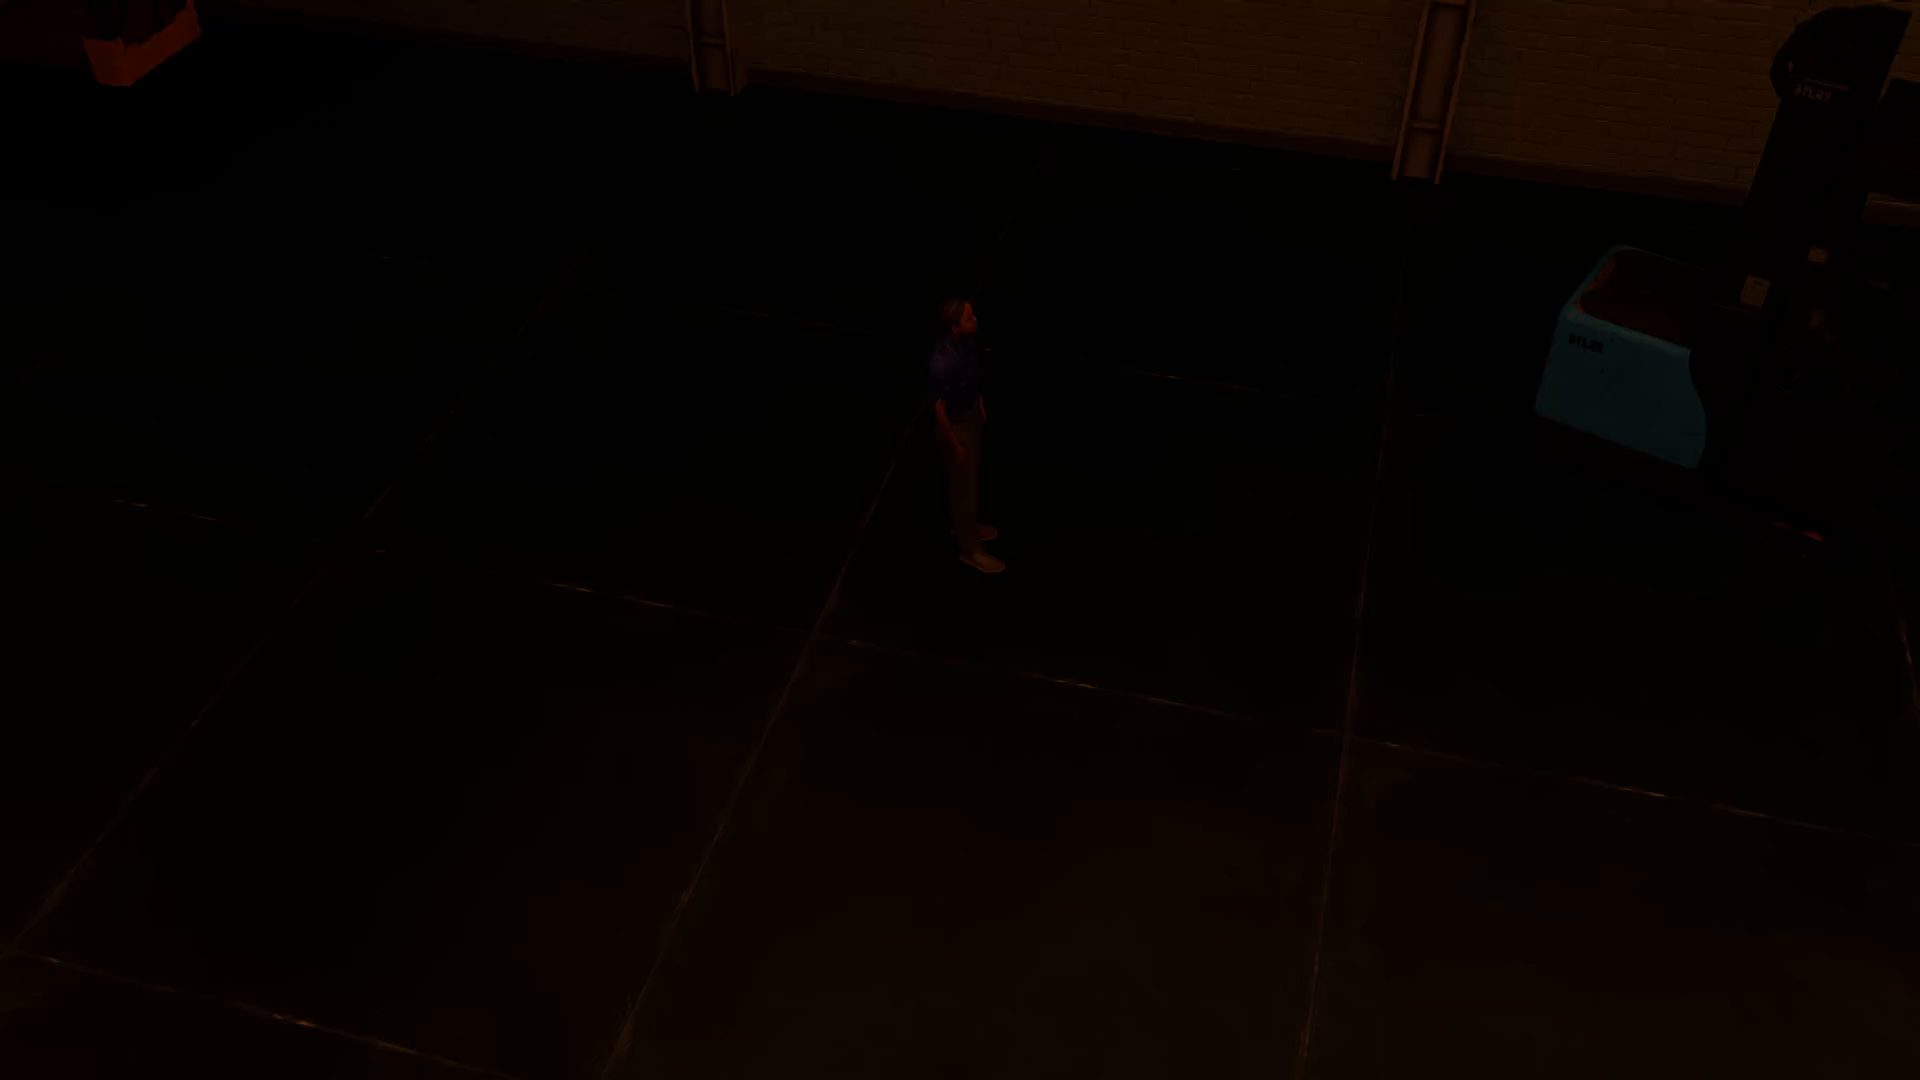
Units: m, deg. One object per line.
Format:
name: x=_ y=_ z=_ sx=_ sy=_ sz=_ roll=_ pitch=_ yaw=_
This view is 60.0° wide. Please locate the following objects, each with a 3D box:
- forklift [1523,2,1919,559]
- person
forklift: x=5.129 y=-1.392 z=9.449 sx=3.031 sy=2.935 sz=1.130 roll=25 pitch=47 yaw=26
person: x=0.079 y=-0.630 z=9.478 sx=0.504 sy=1.654 sz=0.570 roll=10 pitch=42 yaw=11
